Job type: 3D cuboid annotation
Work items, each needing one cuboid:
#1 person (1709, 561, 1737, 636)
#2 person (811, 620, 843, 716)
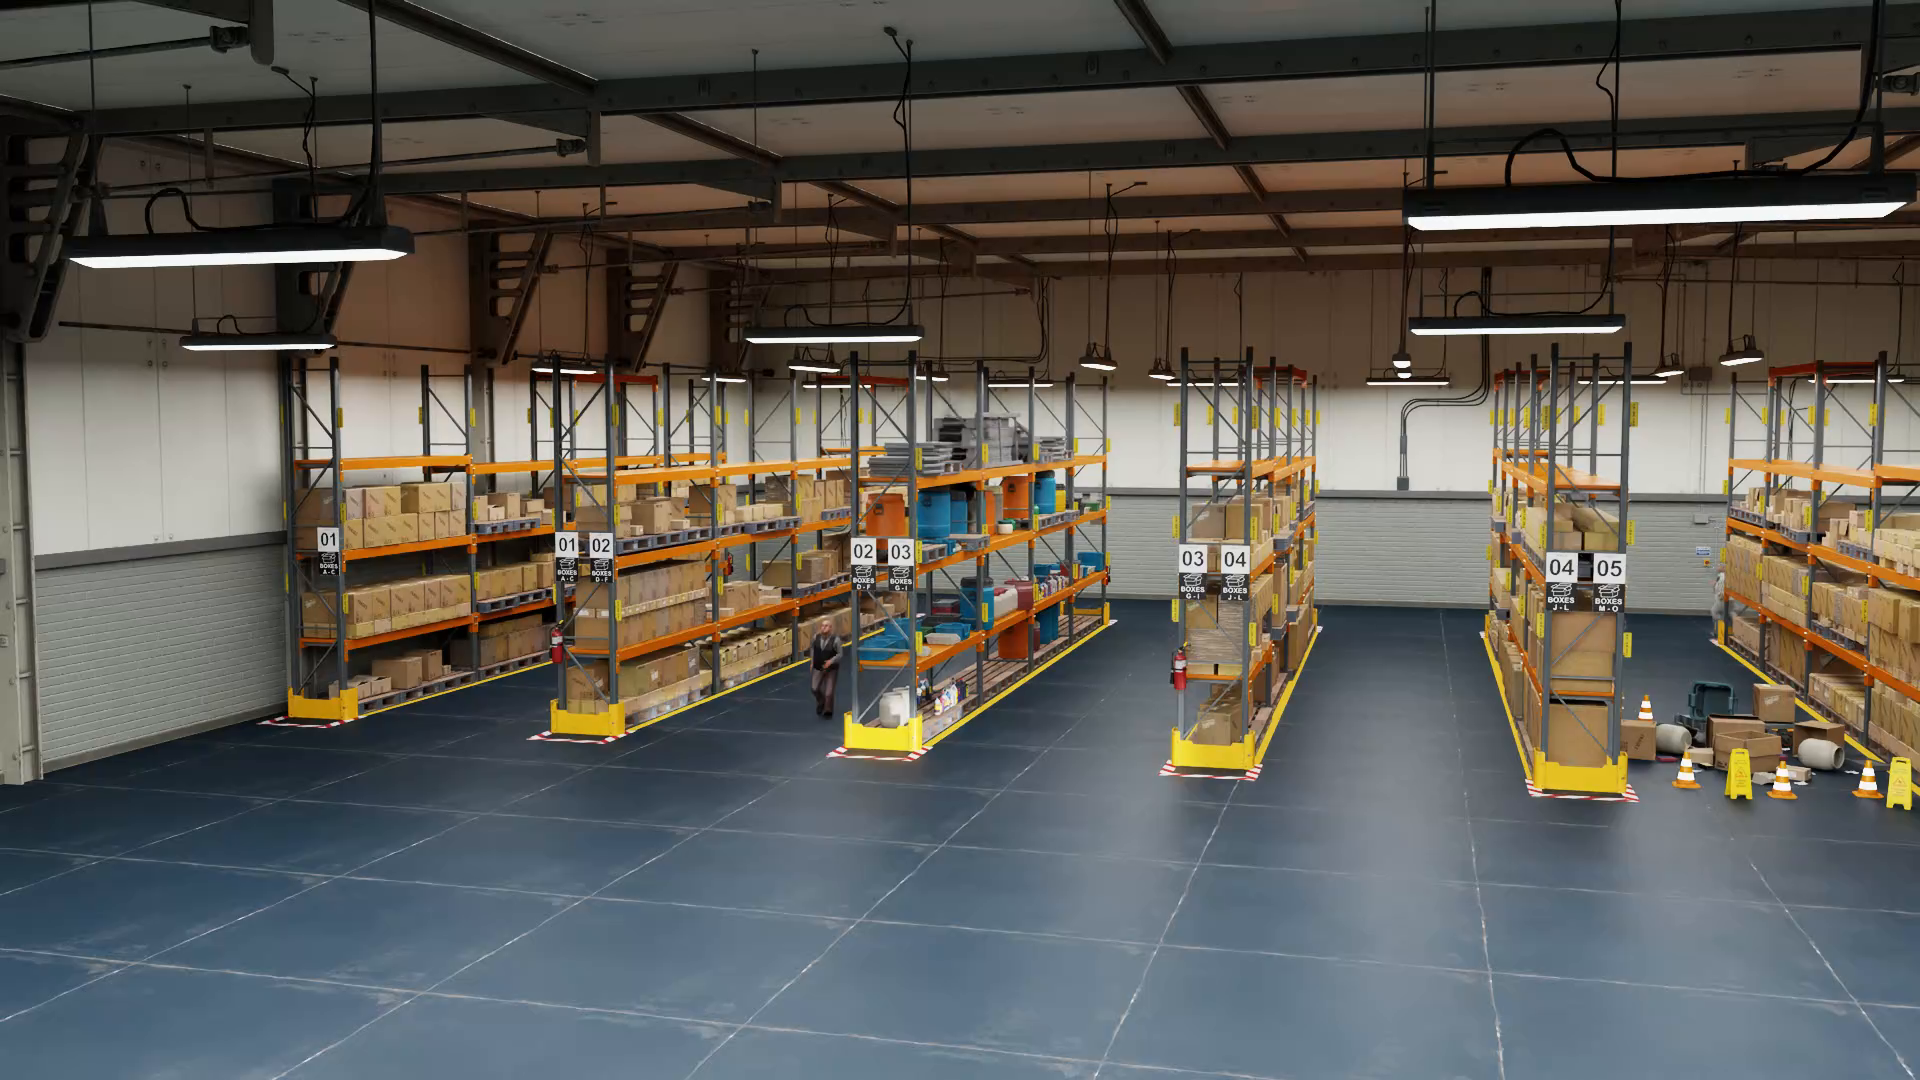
[{"bbox_3d":[17.470,1.354,37.964,0.774,1.812,0.682,4,6,41],"label":"person"},{"bbox_3d":[-2.224,2.138,27.578,0.596,1.639,0.712,1,4,9],"label":"person"}]
